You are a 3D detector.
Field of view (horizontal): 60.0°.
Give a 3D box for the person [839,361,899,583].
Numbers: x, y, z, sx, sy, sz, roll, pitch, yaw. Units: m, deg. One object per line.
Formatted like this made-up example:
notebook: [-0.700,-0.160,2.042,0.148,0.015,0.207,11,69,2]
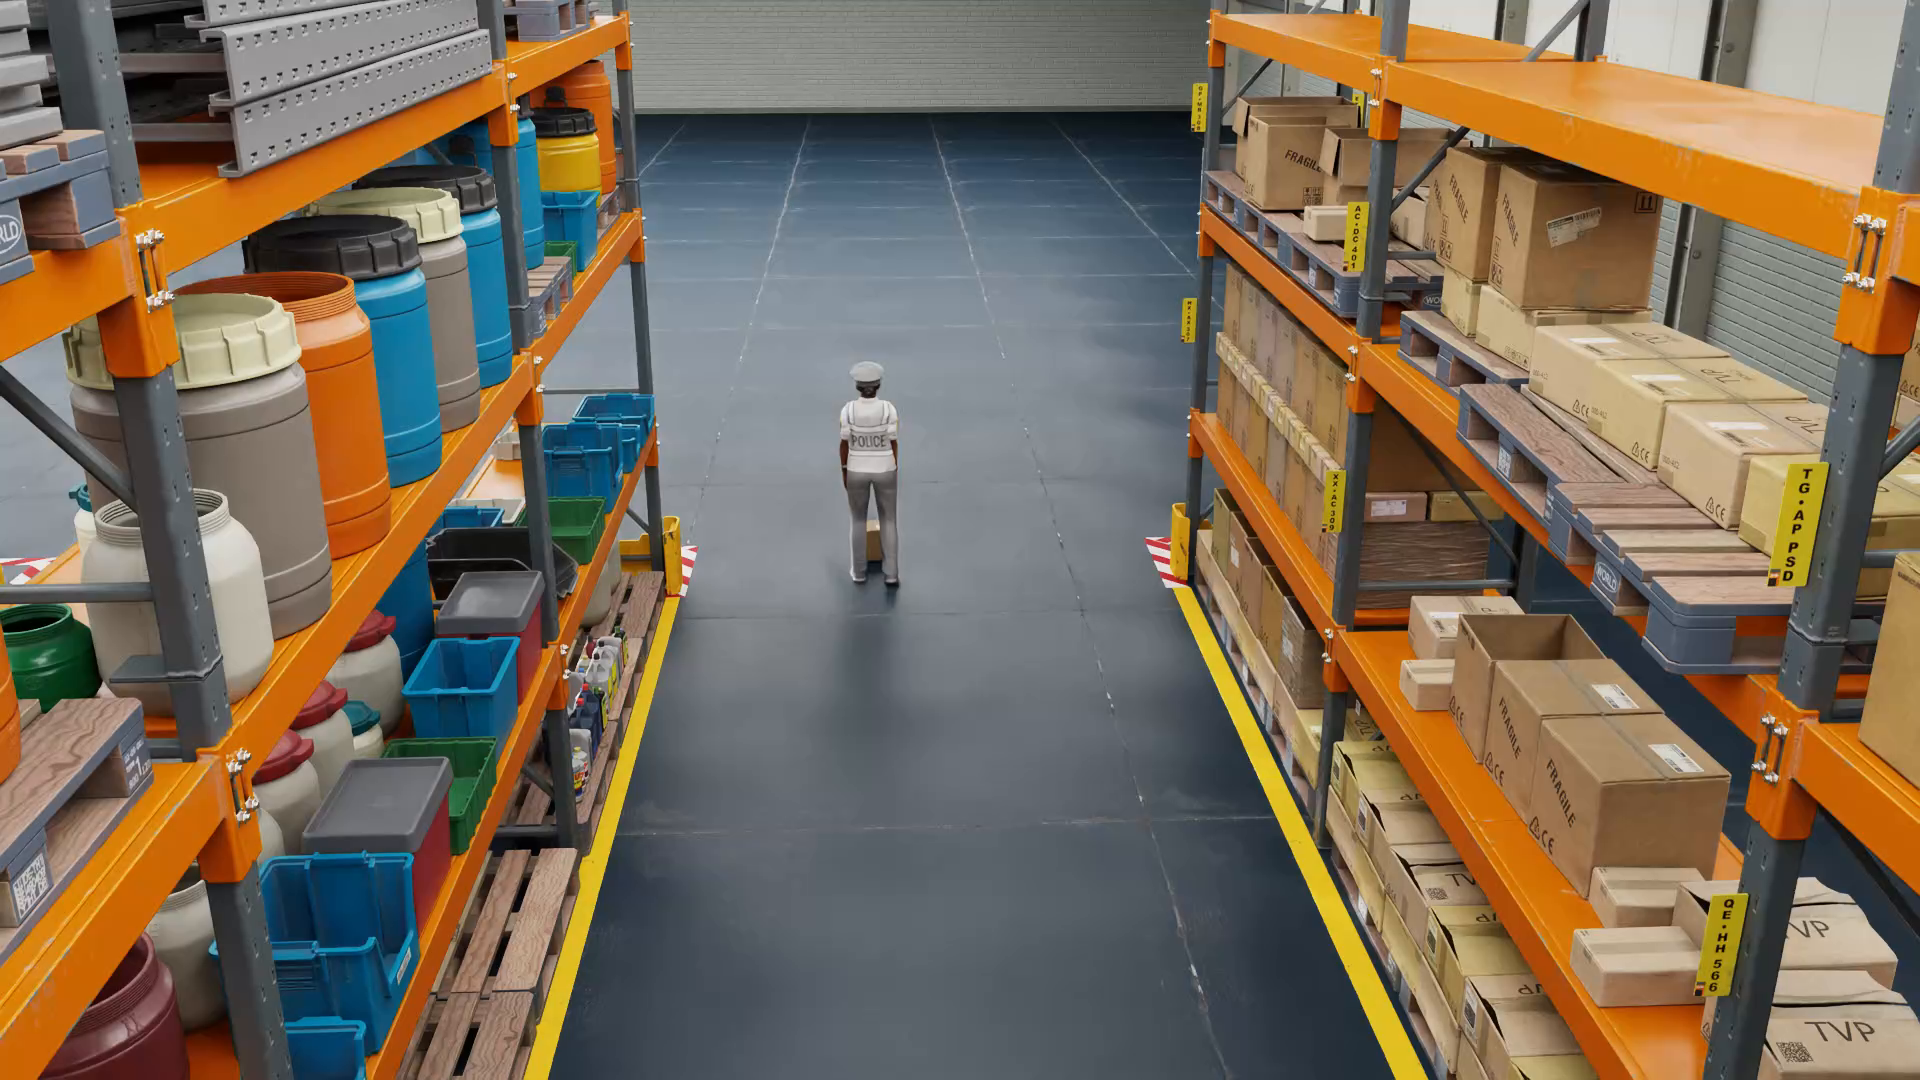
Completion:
person: [-0.674,-0.480,12.390,0.436,1.716,0.347,-1,21,-2]
